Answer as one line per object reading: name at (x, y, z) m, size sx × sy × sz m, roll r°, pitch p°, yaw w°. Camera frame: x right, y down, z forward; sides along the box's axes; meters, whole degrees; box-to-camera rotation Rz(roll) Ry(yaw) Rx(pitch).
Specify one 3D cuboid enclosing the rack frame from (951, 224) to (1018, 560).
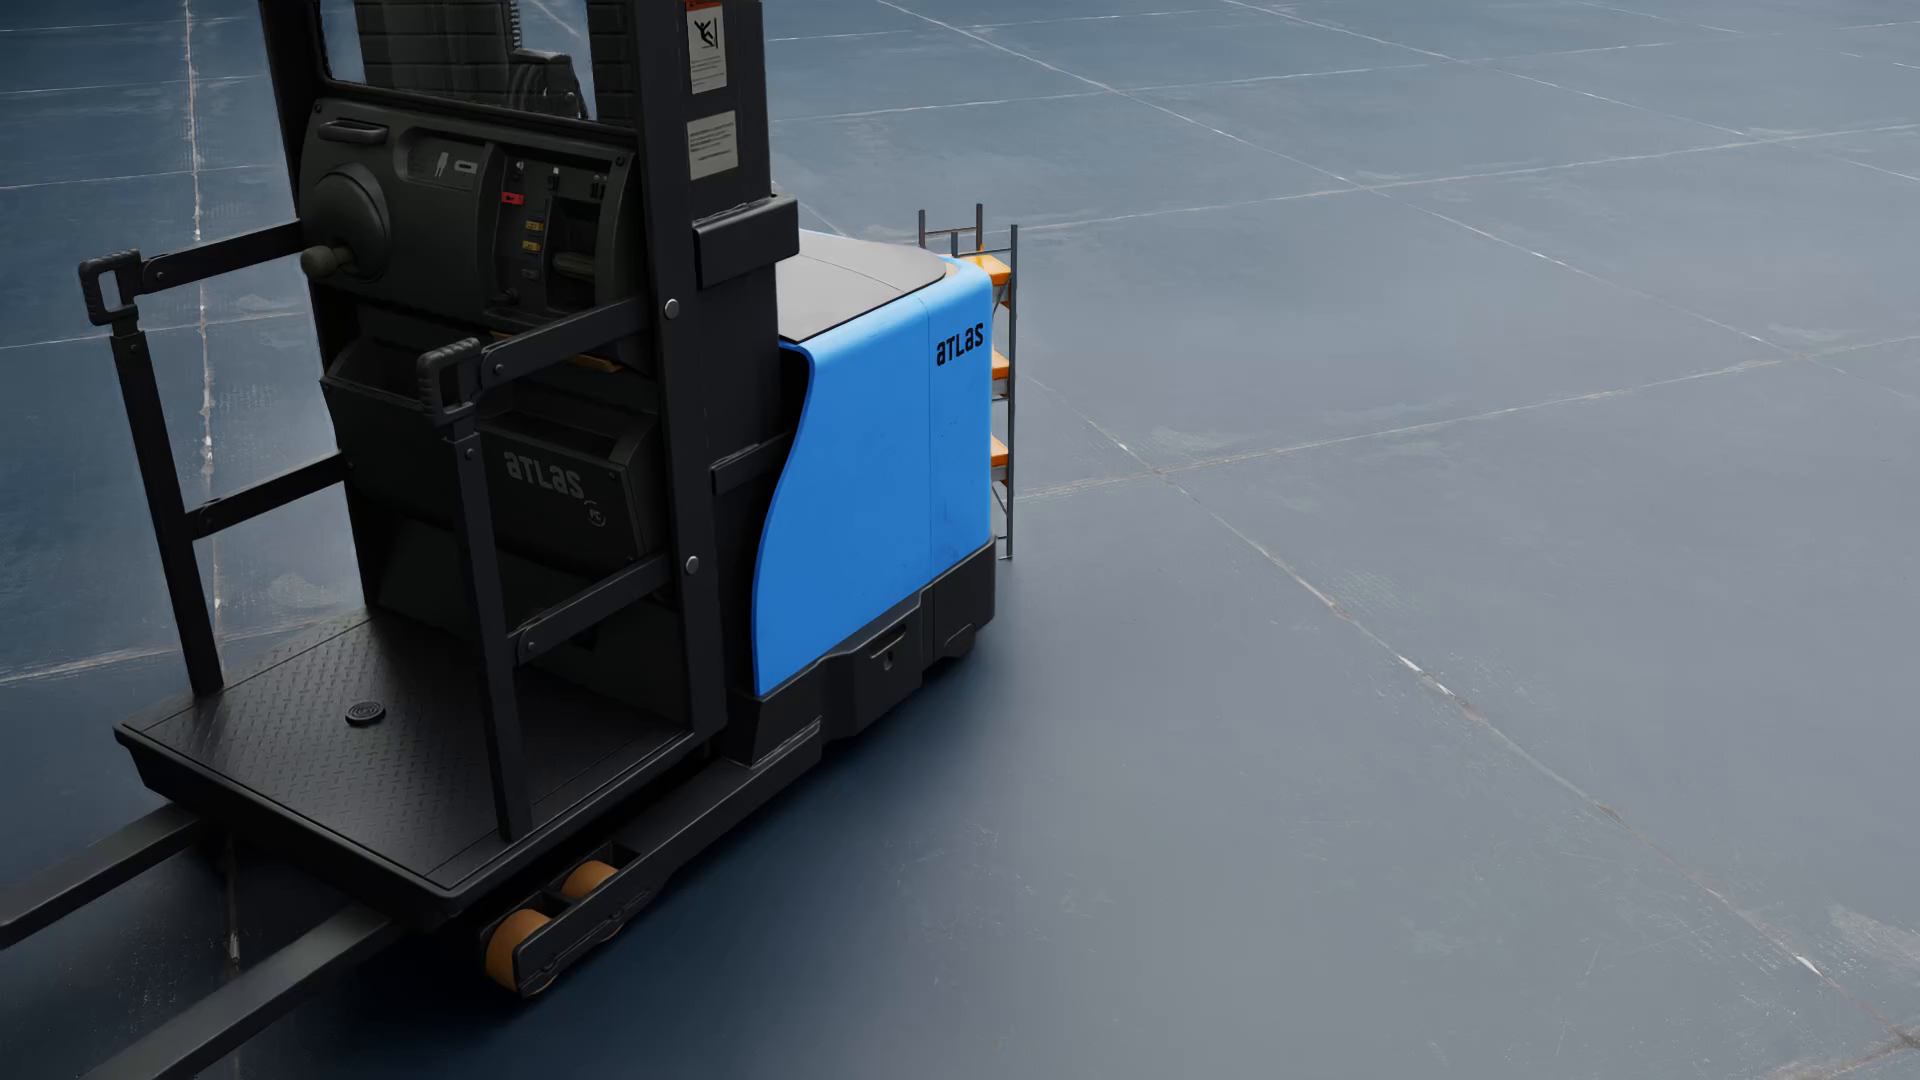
rack frame at (0.069, -0.401, 4.875) m, size 0.200 × 1.050 × 0.008 m, roll -11°, pitch 28°, yaw -21°

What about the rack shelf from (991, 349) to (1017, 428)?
rack shelf at (0.021, -0.441, 4.980) m, size 0.215 × 0.259 × 0.240 m, roll -11°, pitch 28°, yaw -21°

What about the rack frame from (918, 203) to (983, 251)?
rack frame at (-0.027, -0.499, 5.076) m, size 0.200 × 1.050 × 0.008 m, roll -11°, pitch 28°, yaw -21°

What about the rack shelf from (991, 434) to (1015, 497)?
rack shelf at (0.021, -0.191, 5.102) m, size 0.215 × 0.259 × 0.240 m, roll -11°, pitch 28°, yaw -21°

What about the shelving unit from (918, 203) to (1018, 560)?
shelving unit at (0.021, -0.450, 4.975) m, size 0.215 × 1.050 × 0.252 m, roll -11°, pitch 28°, yaw -21°

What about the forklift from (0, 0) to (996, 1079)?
forklift at (-1.134, -0.636, 3.211) m, size 1.130 × 2.935 × 3.031 m, roll 16°, pitch 30°, yaw 30°

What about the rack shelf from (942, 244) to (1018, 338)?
rack shelf at (0.021, -0.696, 4.856) m, size 0.215 × 0.259 × 0.240 m, roll -11°, pitch 28°, yaw -21°
